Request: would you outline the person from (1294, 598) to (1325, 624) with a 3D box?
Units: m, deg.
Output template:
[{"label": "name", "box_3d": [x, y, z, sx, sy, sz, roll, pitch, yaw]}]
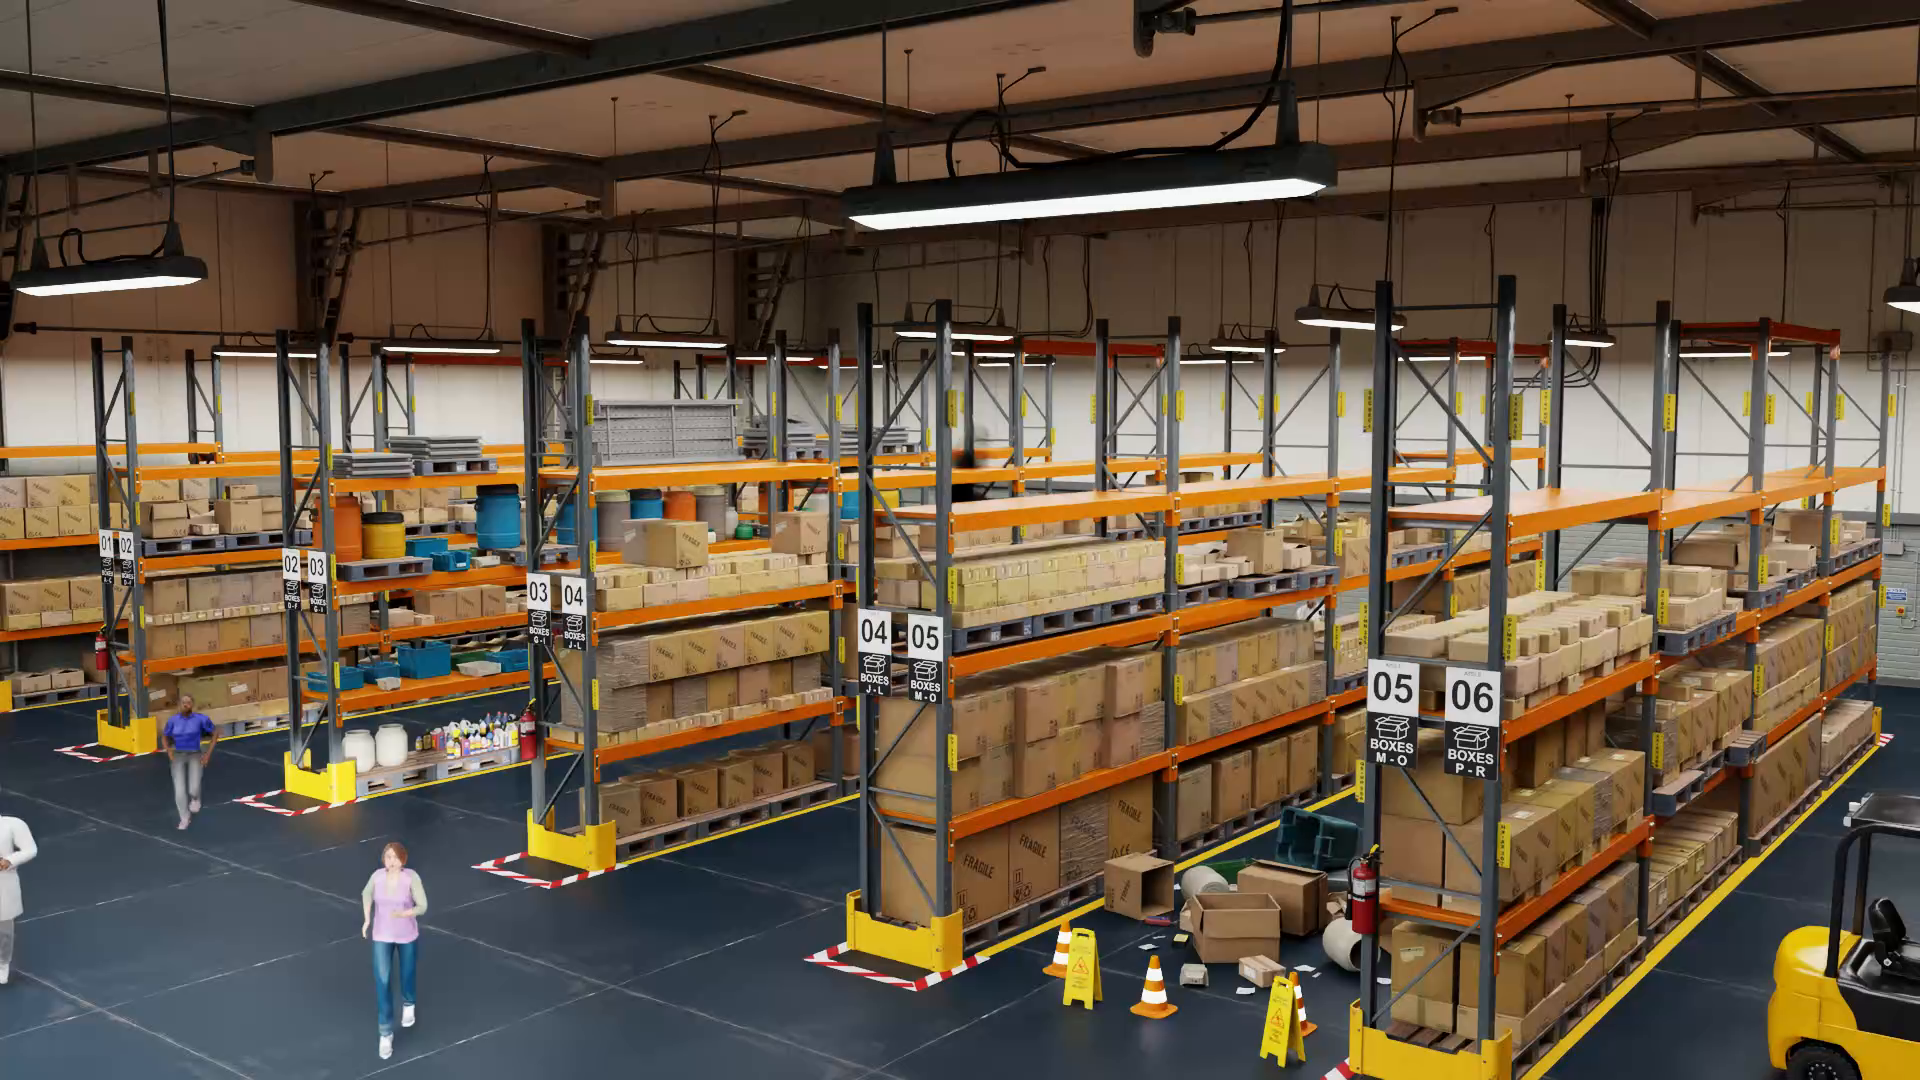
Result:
[{"label": "person", "box_3d": [6.292, 1.760, 29.401, 0.769, 1.787, 0.800, 3, 6, 27]}]

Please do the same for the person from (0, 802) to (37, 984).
[{"label": "person", "box_3d": [-8.303, 3.013, 14.252, 0.715, 1.768, 0.961, -3, 6, -31]}]

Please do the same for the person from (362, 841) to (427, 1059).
[{"label": "person", "box_3d": [-4.506, 3.199, 13.272, 0.517, 1.632, 0.754, -1, 5, -14]}]

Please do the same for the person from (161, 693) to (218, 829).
[{"label": "person", "box_3d": [-9.272, 2.640, 20.022, 0.622, 1.617, 0.610, -2, 5, -17]}]

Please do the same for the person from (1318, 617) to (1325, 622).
[{"label": "person", "box_3d": [5.730, 2.047, 26.202, 0.589, 1.674, 0.624, 4, 6, 39]}]
